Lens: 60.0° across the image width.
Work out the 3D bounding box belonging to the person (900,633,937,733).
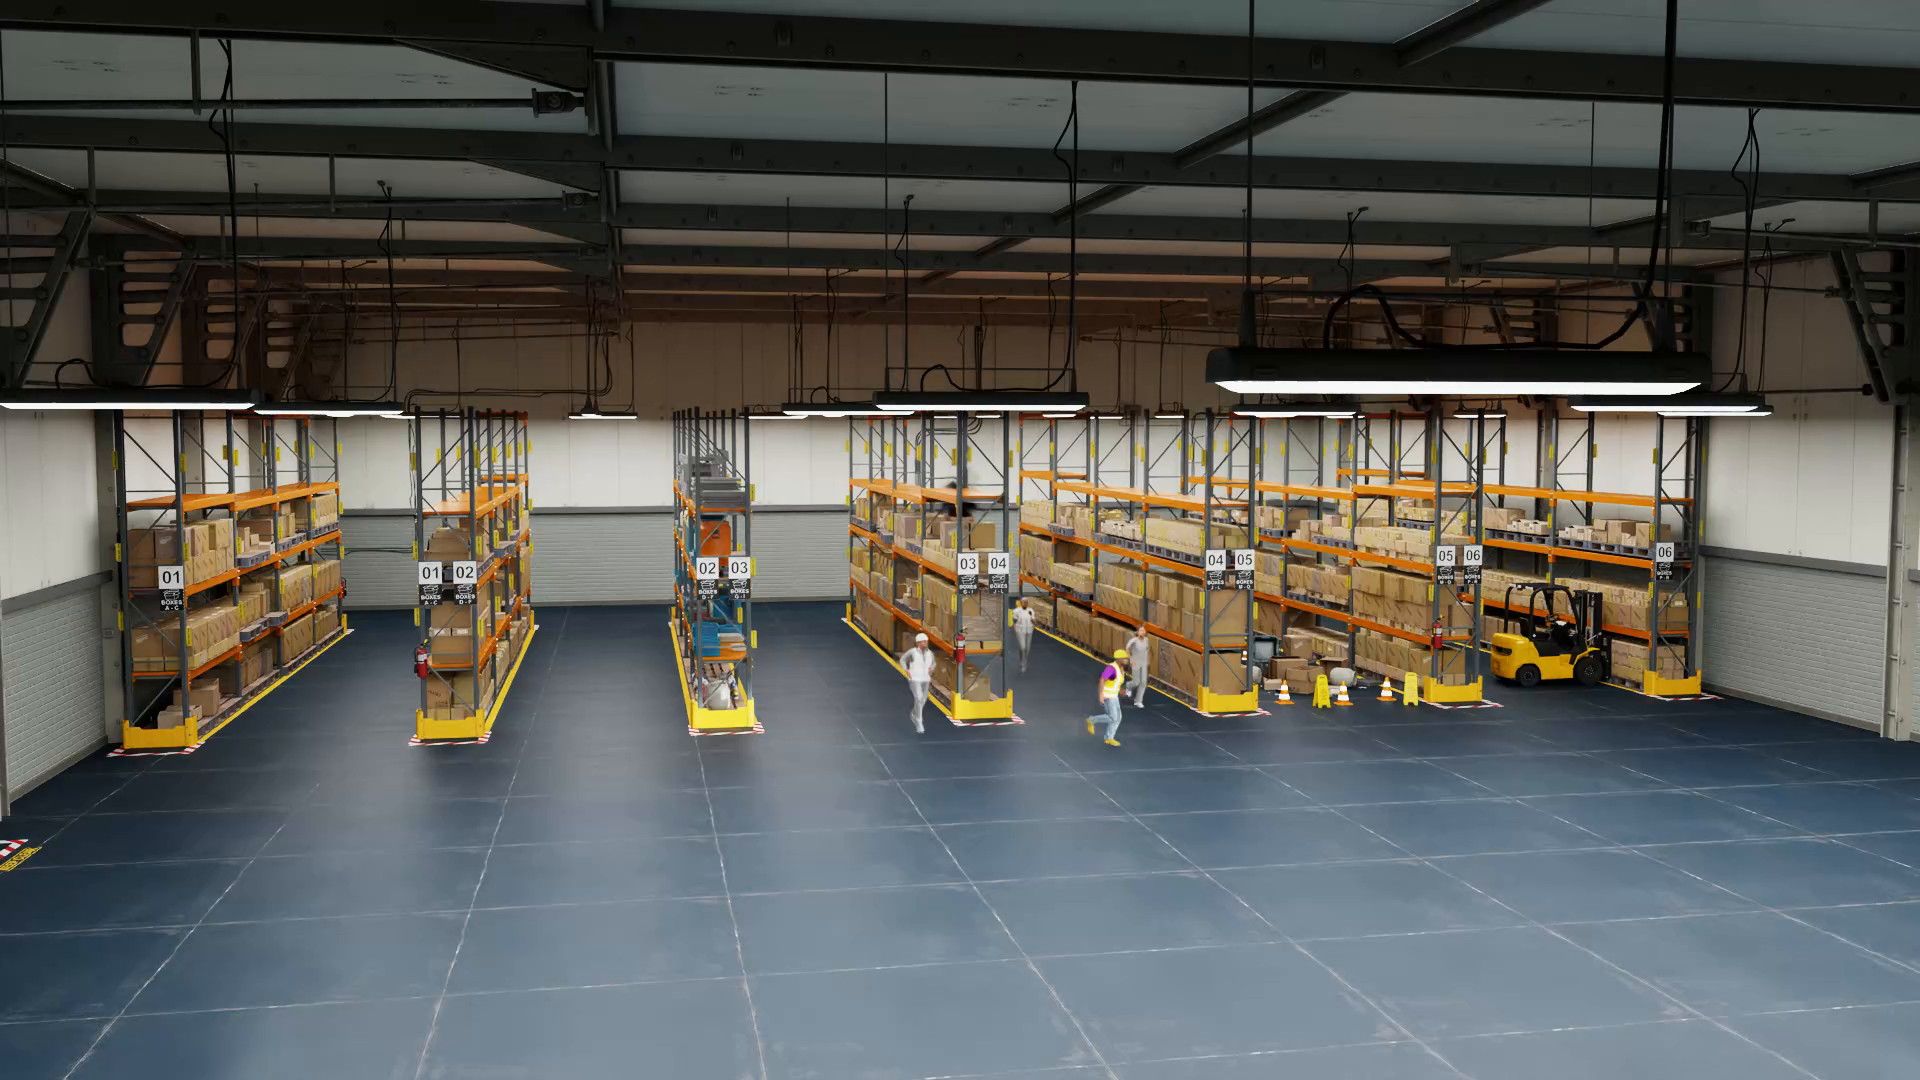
[{"bbox_3d":[-0.726,2.639,31.015,0.656,1.807,0.862,-3,5,-32],"label":"person"}]

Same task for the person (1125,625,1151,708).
[{"bbox_3d":[3.599,2.525,33.596,0.587,1.643,0.728,-2,4,-22],"label":"person"}]

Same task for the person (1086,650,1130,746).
[{"bbox_3d":[2.635,2.786,29.562,0.784,1.692,0.693,1,4,17],"label":"person"}]

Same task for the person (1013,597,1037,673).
[{"bbox_3d":[1.477,2.168,38.309,0.589,1.717,0.704,-1,4,-17],"label":"person"}]
